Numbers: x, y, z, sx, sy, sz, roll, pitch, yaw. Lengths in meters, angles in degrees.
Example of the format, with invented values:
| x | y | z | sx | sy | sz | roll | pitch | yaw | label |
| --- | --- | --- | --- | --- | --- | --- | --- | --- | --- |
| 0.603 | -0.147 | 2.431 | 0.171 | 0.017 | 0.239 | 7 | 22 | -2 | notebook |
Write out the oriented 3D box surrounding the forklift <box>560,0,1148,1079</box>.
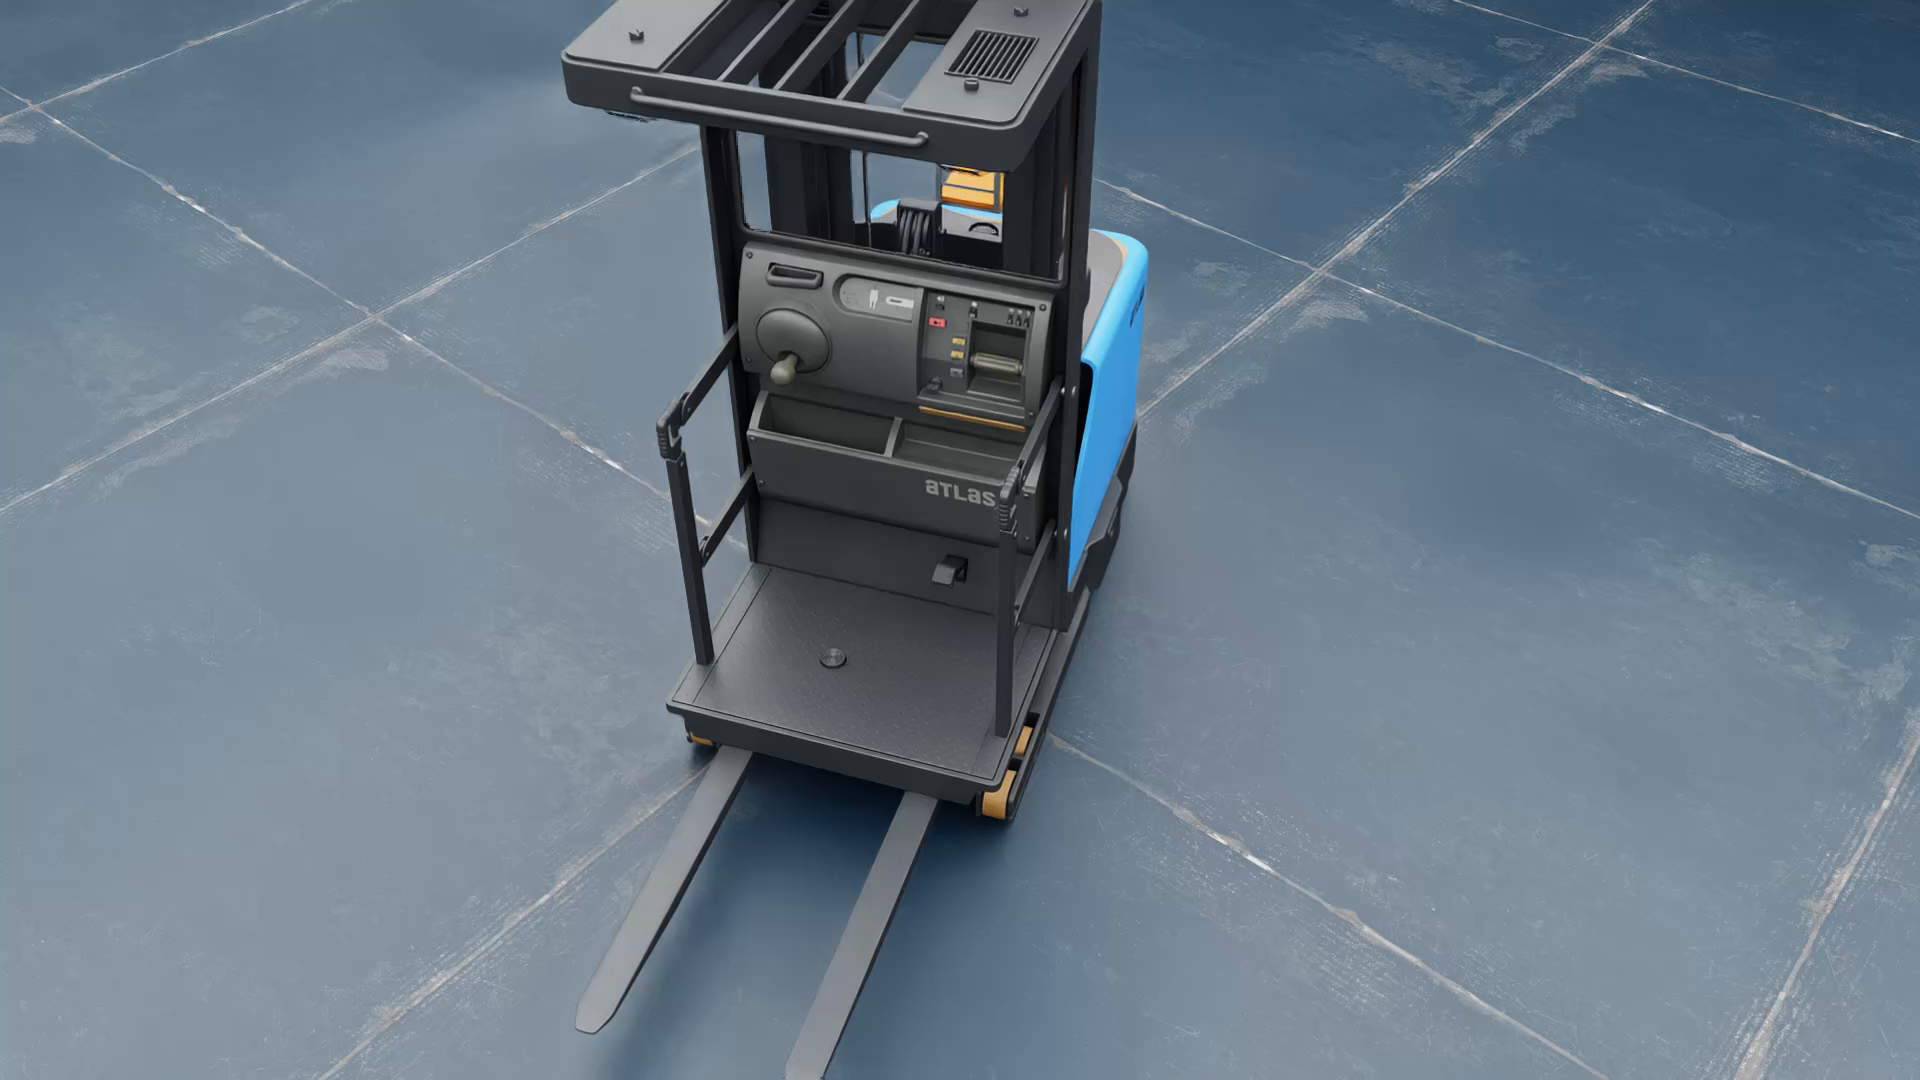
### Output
| x | y | z | sx | sy | sz | roll | pitch | yaw | label |
| --- | --- | --- | --- | --- | --- | --- | --- | --- | --- |
| -0.260 | -0.507 | 4.629 | 1.130 | 2.935 | 3.031 | 12 | 44 | 13 | forklift |

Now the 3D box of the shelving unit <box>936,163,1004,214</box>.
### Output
| x | y | z | sx | sy | sz | roll | pitch | yaw | label |
| --- | --- | --- | --- | --- | --- | --- | --- | --- | --- |
| 0.104 | -1.045 | 6.508 | 0.258 | 1.200 | 0.503 | 12 | 44 | 13 | shelving unit |

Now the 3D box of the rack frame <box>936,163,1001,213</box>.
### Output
| x | y | z | sx | sy | sz | roll | pitch | yaw | label |
| --- | --- | --- | --- | --- | --- | --- | --- | --- | --- |
| 0.029 | -0.889 | 6.336 | 0.240 | 1.200 | 0.015 | 12 | 44 | 13 | rack frame |

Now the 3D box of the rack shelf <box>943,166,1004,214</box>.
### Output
| x | y | z | sx | sy | sz | roll | pitch | yaw | label |
| --- | --- | --- | --- | --- | --- | --- | --- | --- | --- |
| 0.104 | -1.336 | 6.243 | 0.258 | 0.148 | 0.480 | 12 | 44 | 13 | rack shelf |
